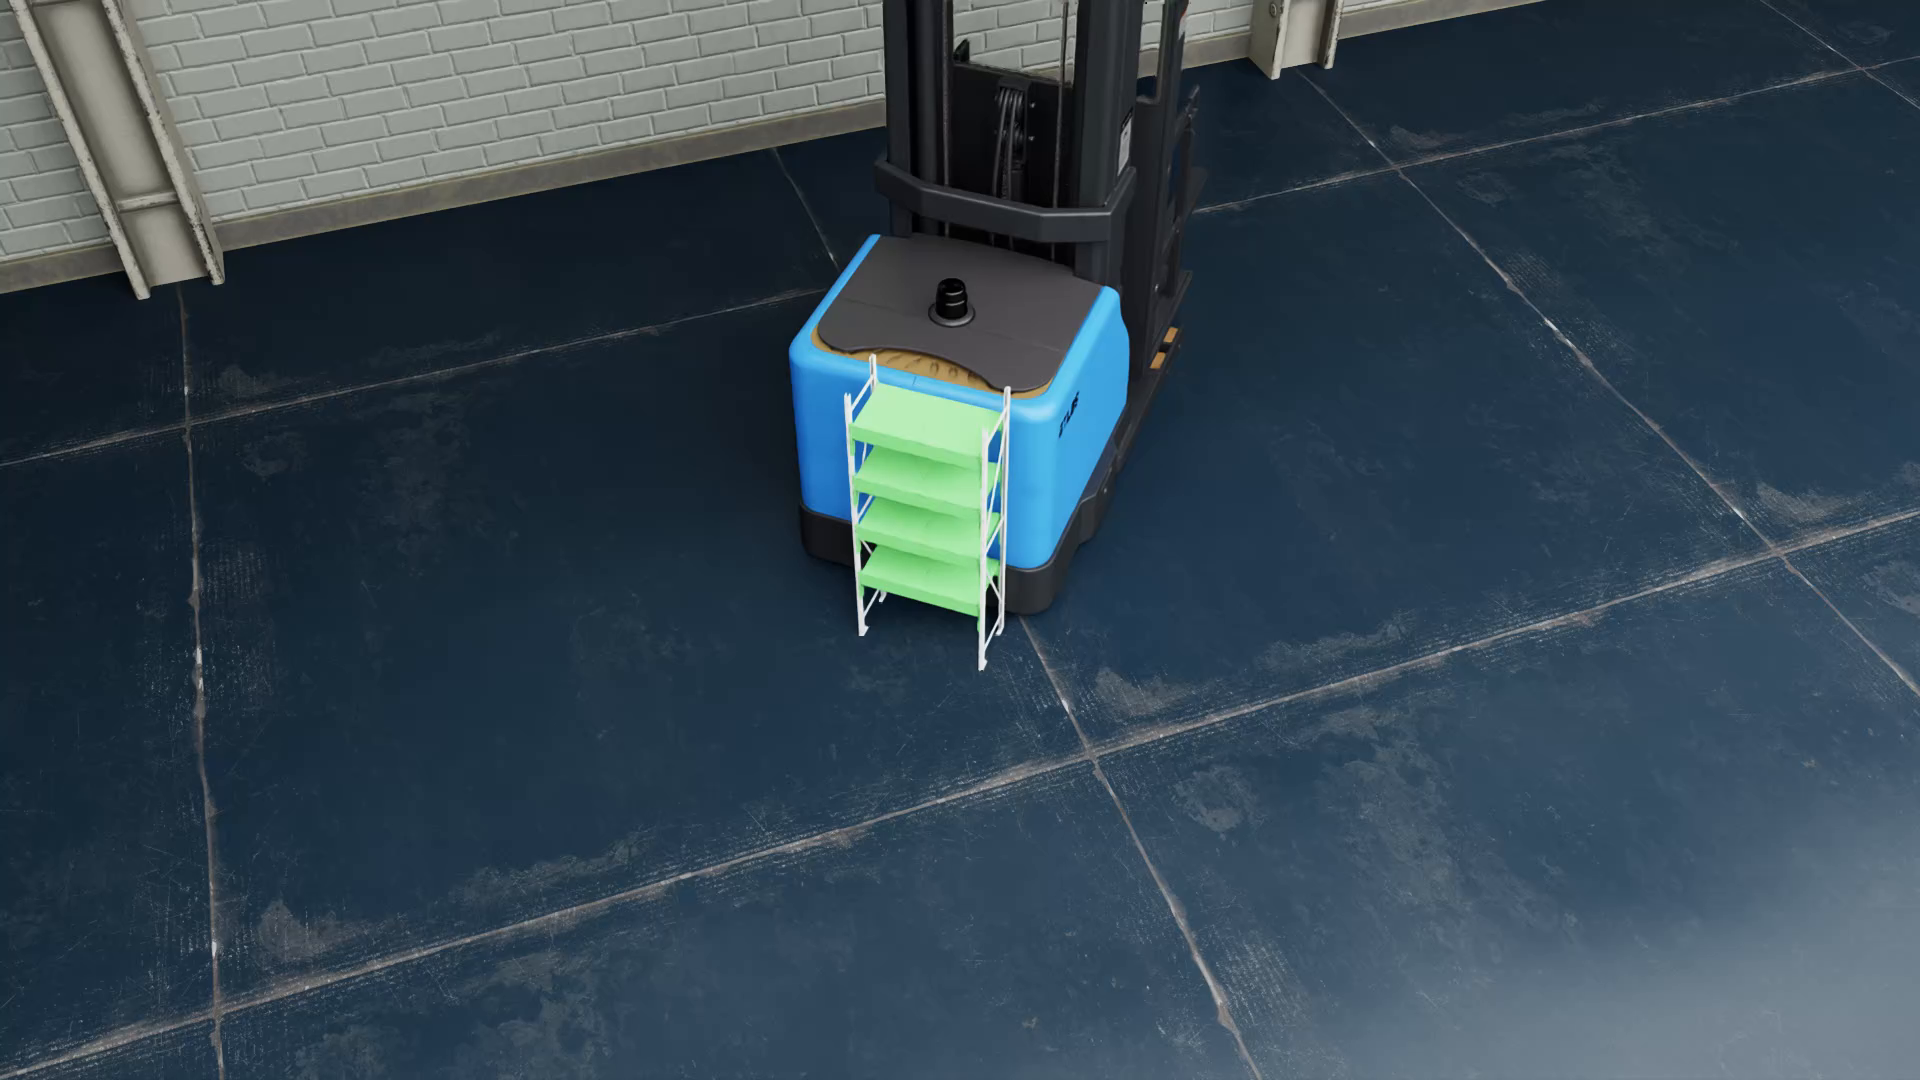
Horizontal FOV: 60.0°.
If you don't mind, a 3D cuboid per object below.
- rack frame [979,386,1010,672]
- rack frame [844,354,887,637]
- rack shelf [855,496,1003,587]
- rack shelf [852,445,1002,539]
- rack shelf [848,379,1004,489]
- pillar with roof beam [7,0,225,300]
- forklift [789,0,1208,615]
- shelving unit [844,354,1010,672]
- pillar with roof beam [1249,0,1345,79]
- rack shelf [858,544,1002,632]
[{"bbox_3d":[0.120,-0.010,5.913,0.015,1.200,0.240,15,47,14],"label":"rack frame"},{"bbox_3d":[-0.337,-0.132,6.034,0.015,1.200,0.240,15,47,14],"label":"rack frame"},{"bbox_3d":[-0.109,-0.026,6.019,0.480,0.148,0.258,15,47,14],"label":"rack shelf"},{"bbox_3d":[-0.109,-0.195,5.849,0.480,0.148,0.258,15,47,14],"label":"rack shelf"},{"bbox_3d":[-0.109,-0.365,5.679,0.480,0.148,0.258,15,47,14],"label":"rack shelf"},{"bbox_3d":[-2.305,-1.597,1.989,0.400,9.000,9.100,-14,47,-14],"label":"pillar with roof beam"},{"bbox_3d":[0.372,-1.810,6.484,1.130,2.935,3.031,15,47,15],"label":"forklift"},{"bbox_3d":[-0.109,-0.071,5.973,0.503,1.200,0.258,15,47,14],"label":"shelving unit"},{"bbox_3d":[3.338,-3.040,3.427,0.400,9.000,9.100,-14,47,-14],"label":"pillar with roof beam"},{"bbox_3d":[-0.109,0.144,6.189,0.480,0.148,0.258,15,47,14],"label":"rack shelf"}]
